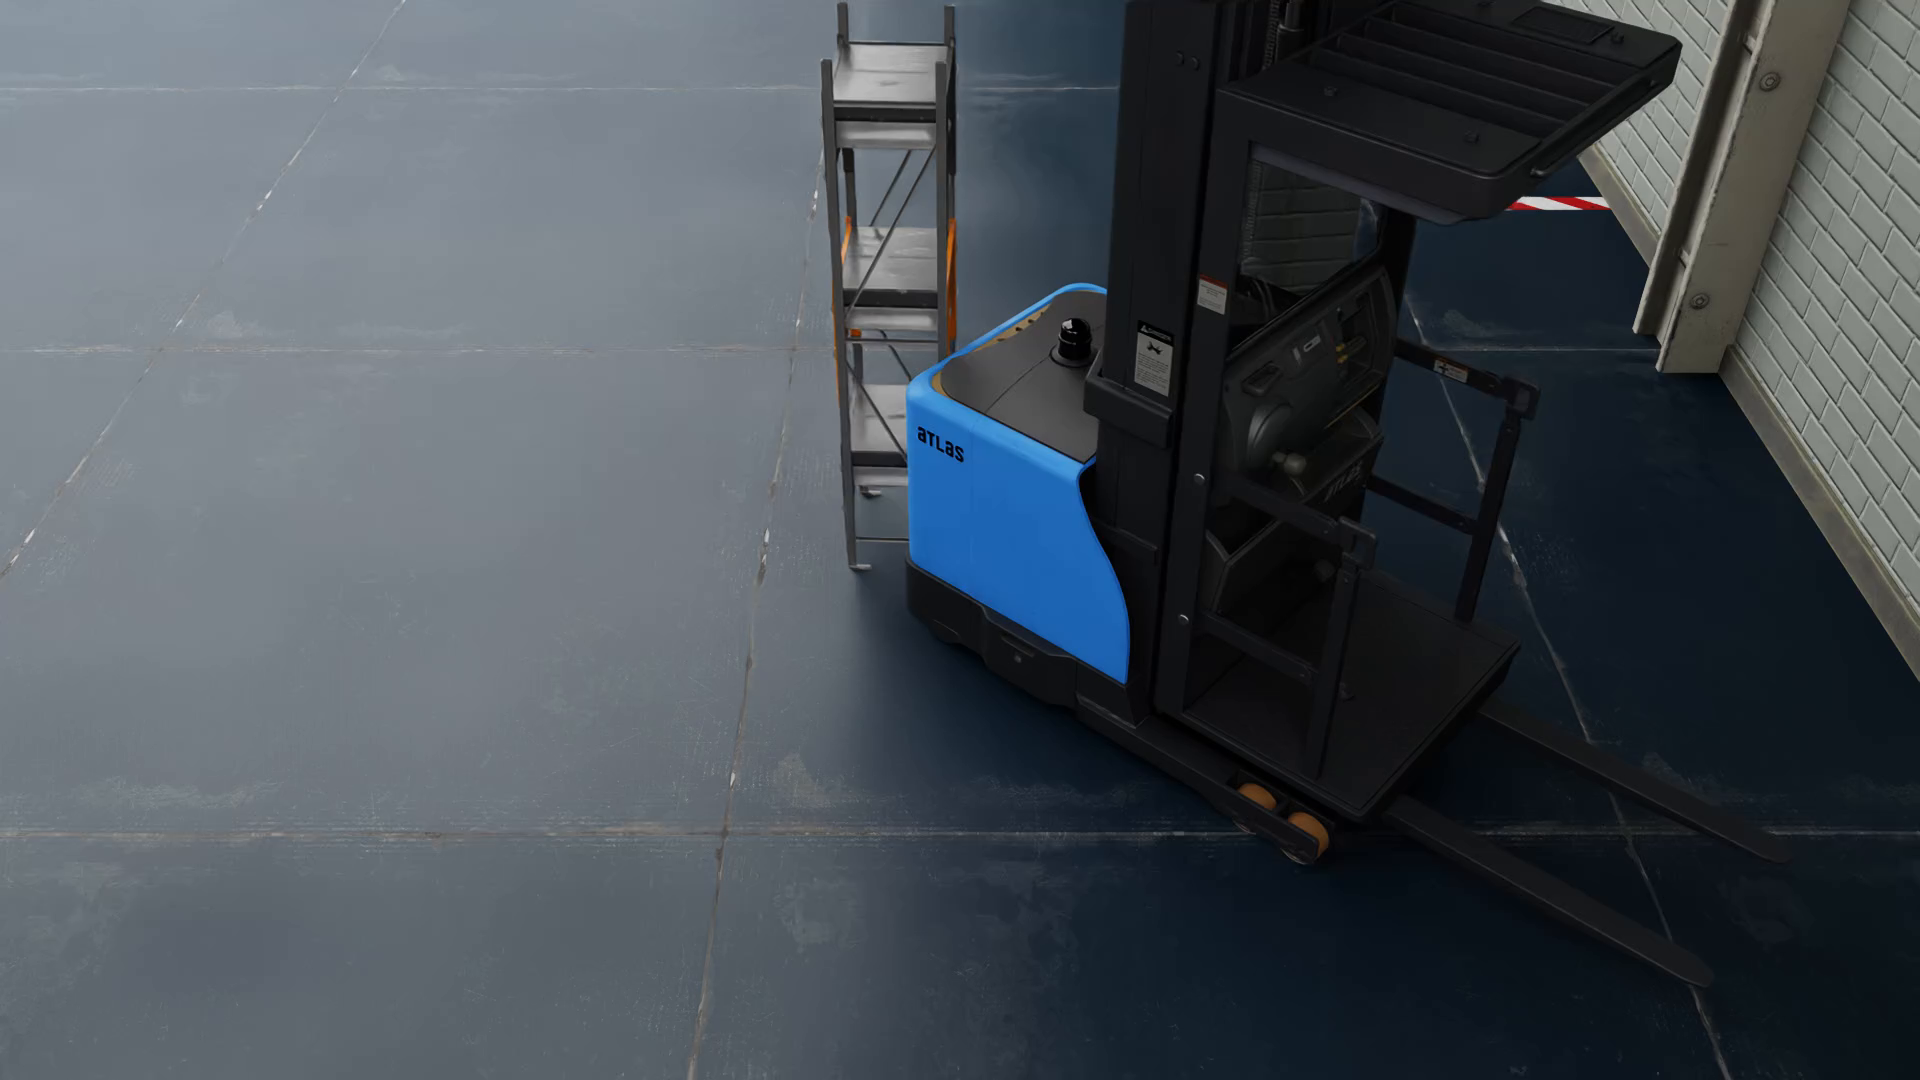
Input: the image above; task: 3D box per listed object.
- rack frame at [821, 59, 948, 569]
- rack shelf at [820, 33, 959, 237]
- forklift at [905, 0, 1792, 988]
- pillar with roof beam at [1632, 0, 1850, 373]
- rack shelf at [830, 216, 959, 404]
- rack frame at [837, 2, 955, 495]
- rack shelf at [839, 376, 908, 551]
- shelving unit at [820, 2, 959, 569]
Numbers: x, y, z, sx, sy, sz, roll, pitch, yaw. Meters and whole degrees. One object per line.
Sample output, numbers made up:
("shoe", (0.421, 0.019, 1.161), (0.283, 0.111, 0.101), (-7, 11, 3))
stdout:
("rack frame", (-0.244, -0.705, 5.951), (0.400, 2.100, 0.015), (2, 39, 2))
("rack shelf", (-0.232, -1.393, 5.712), (0.431, 0.518, 0.480), (2, 39, 2))
("forklift", (1.236, -0.463, 4.984), (3.031, 2.935, 1.130), (29, 47, 31))
("pillar with roof beam", (-0.906, -4.410, 5.057), (9.100, 9.000, 0.400), (0, 39, 0))
("rack shelf", (-0.232, -0.847, 6.150), (0.431, 0.518, 0.480), (2, 39, 2))
("rack frame", (-0.220, -1.010, 6.331), (0.400, 2.100, 0.015), (2, 39, 2))
("rack shelf", (-0.232, -0.301, 6.587), (0.431, 0.518, 0.480), (2, 39, 2))
("shelving unit", (-0.232, -0.858, 6.141), (0.431, 2.100, 0.503), (2, 39, 2))
